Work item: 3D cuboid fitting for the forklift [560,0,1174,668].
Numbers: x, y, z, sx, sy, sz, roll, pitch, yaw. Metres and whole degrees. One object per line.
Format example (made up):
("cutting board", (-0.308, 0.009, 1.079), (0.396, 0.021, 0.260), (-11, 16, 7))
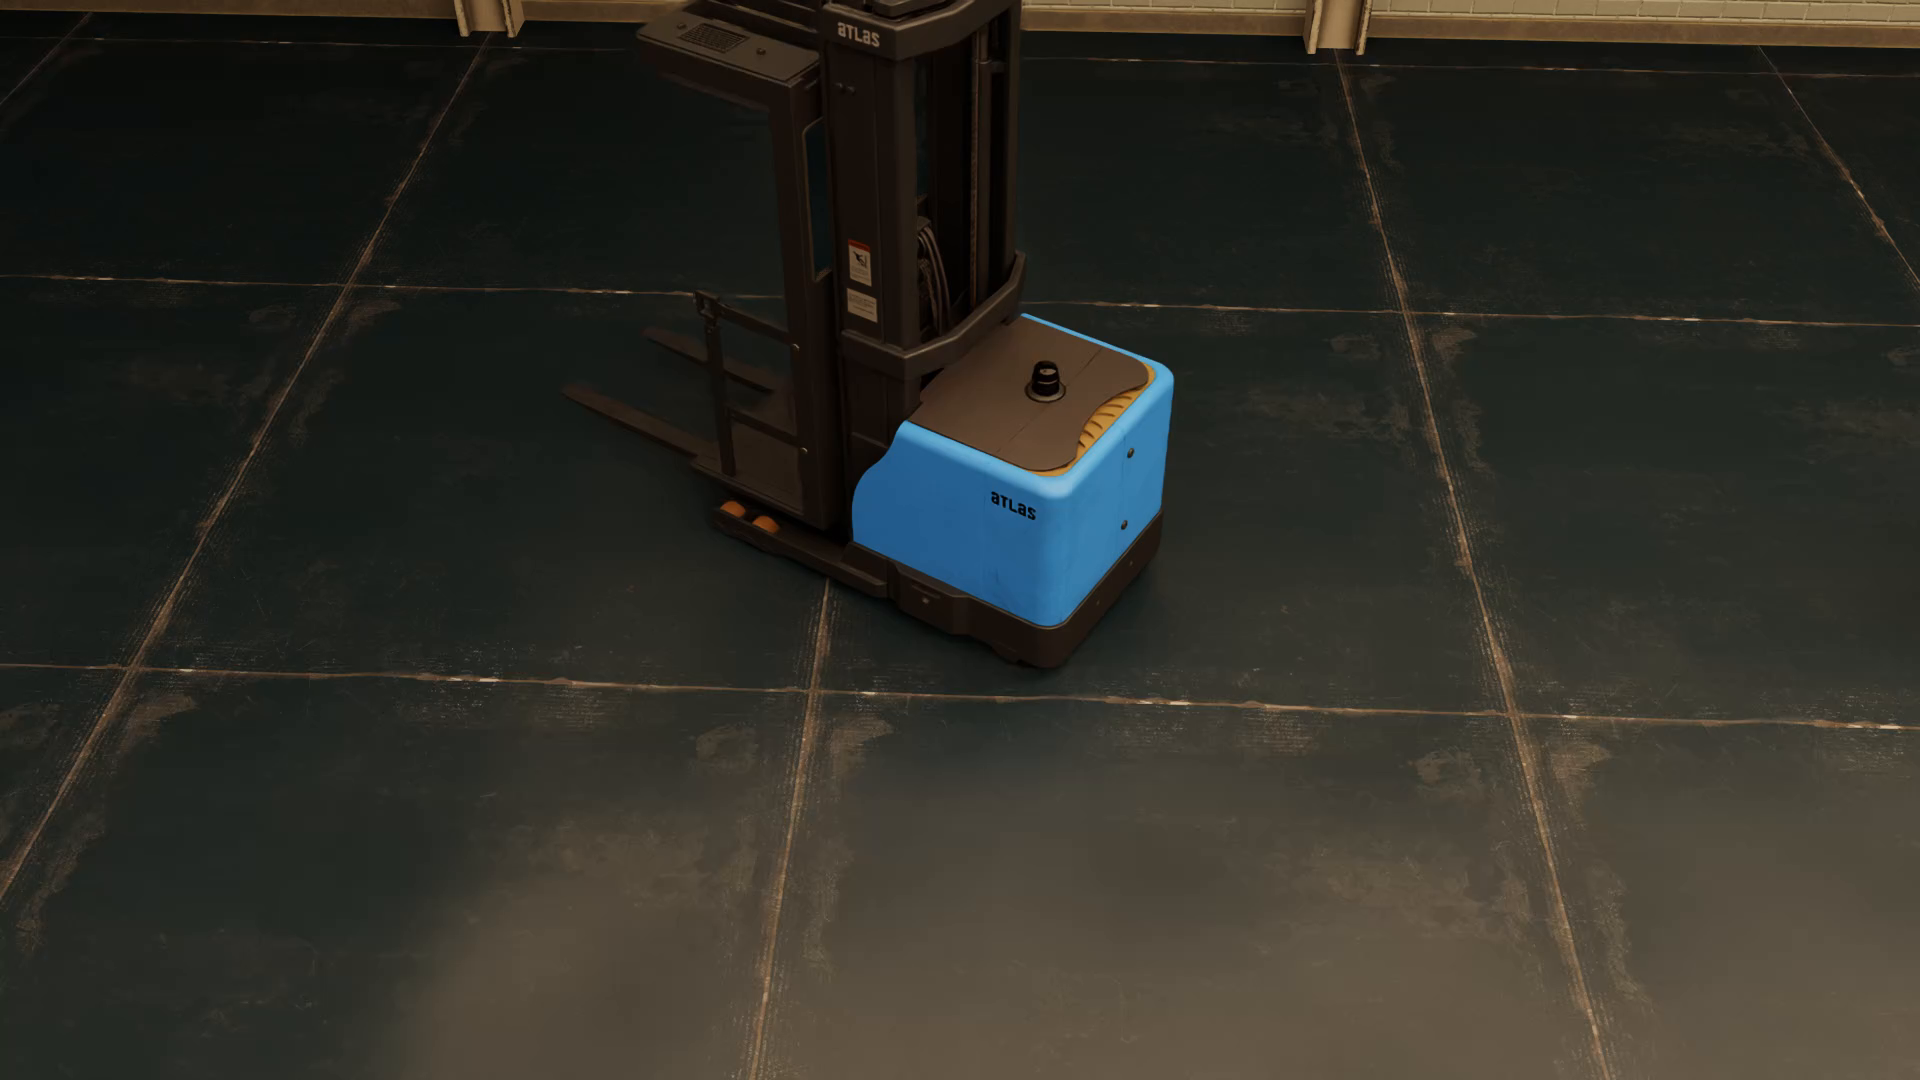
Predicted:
("forklift", (-0.577, -1.304, 7.170), (3.031, 2.935, 1.130), (24, 48, 24))
